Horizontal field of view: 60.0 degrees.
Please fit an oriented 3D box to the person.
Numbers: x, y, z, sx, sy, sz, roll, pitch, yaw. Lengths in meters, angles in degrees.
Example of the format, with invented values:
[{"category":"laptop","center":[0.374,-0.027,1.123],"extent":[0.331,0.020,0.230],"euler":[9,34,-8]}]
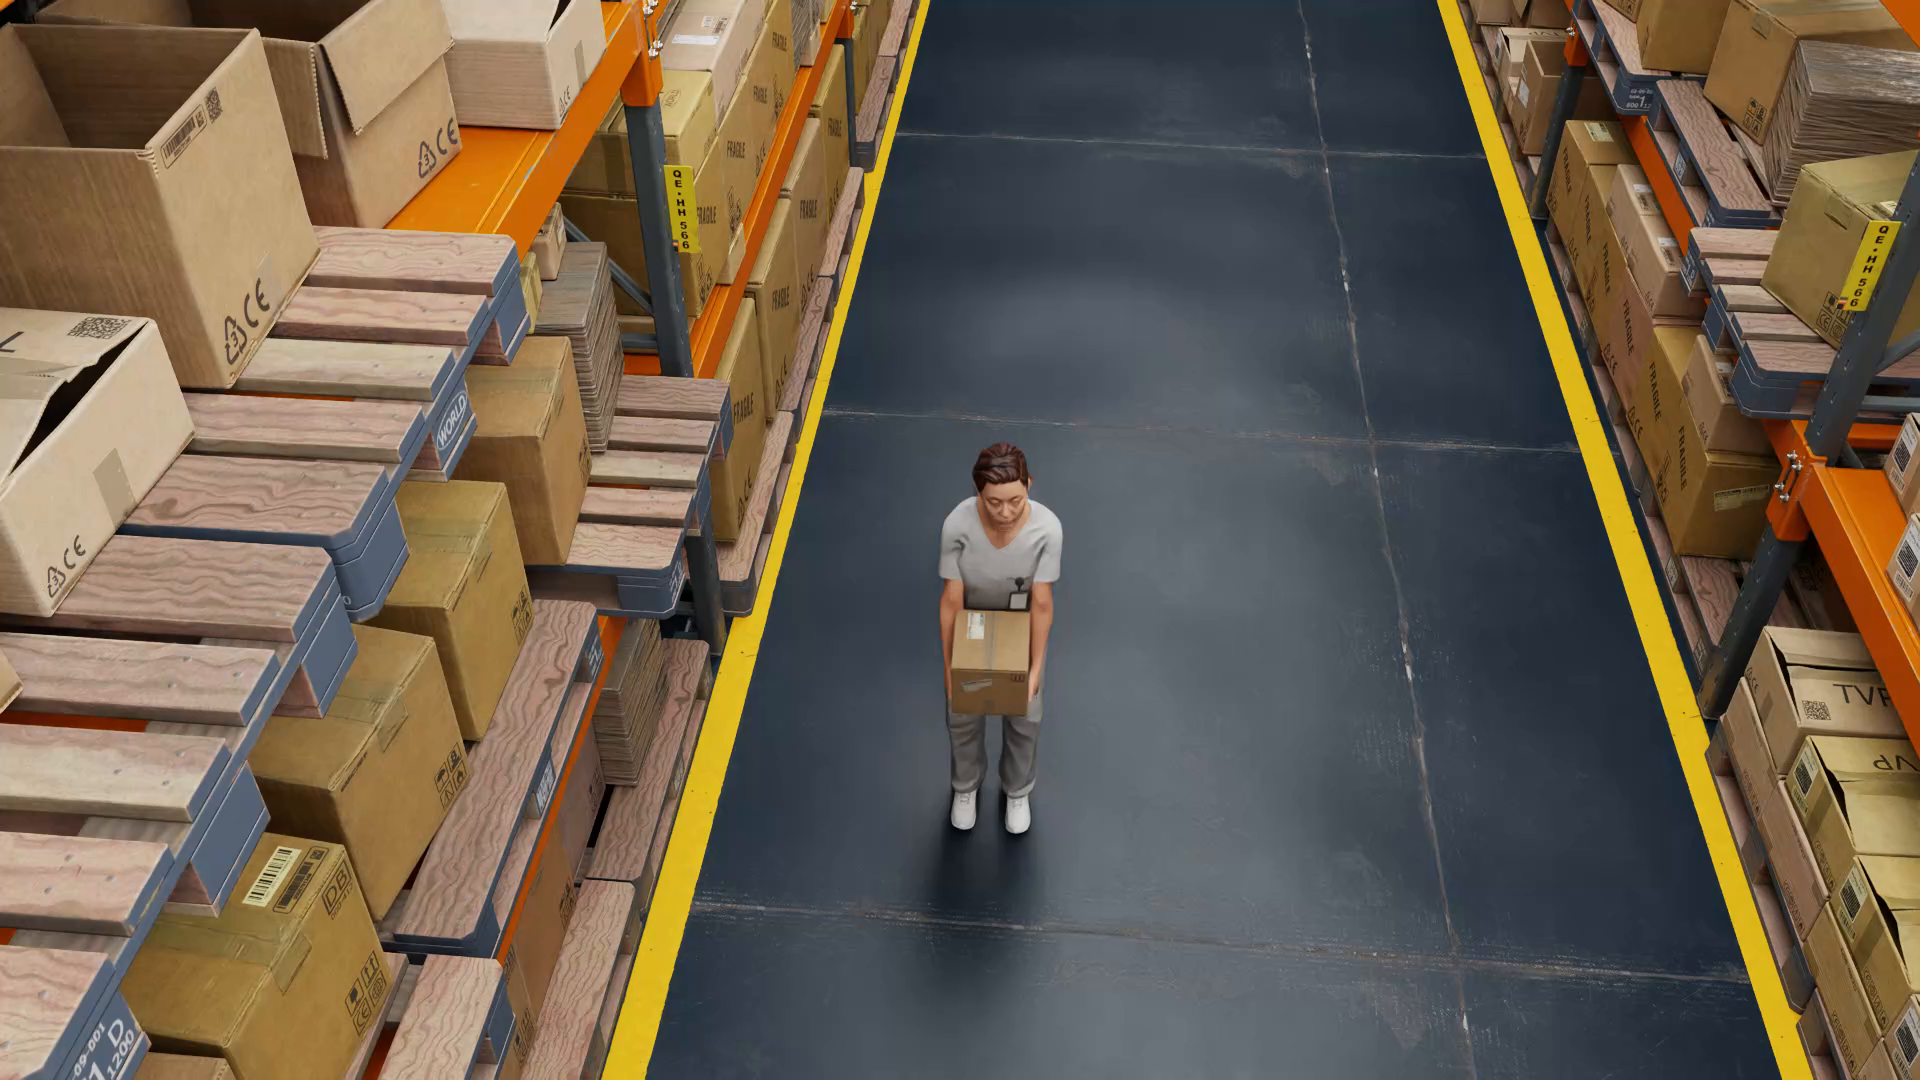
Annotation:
[{"category":"person","center":[0.130,0.374,5.728],"extent":[0.411,1.664,0.512],"euler":[2,40,3]}]
